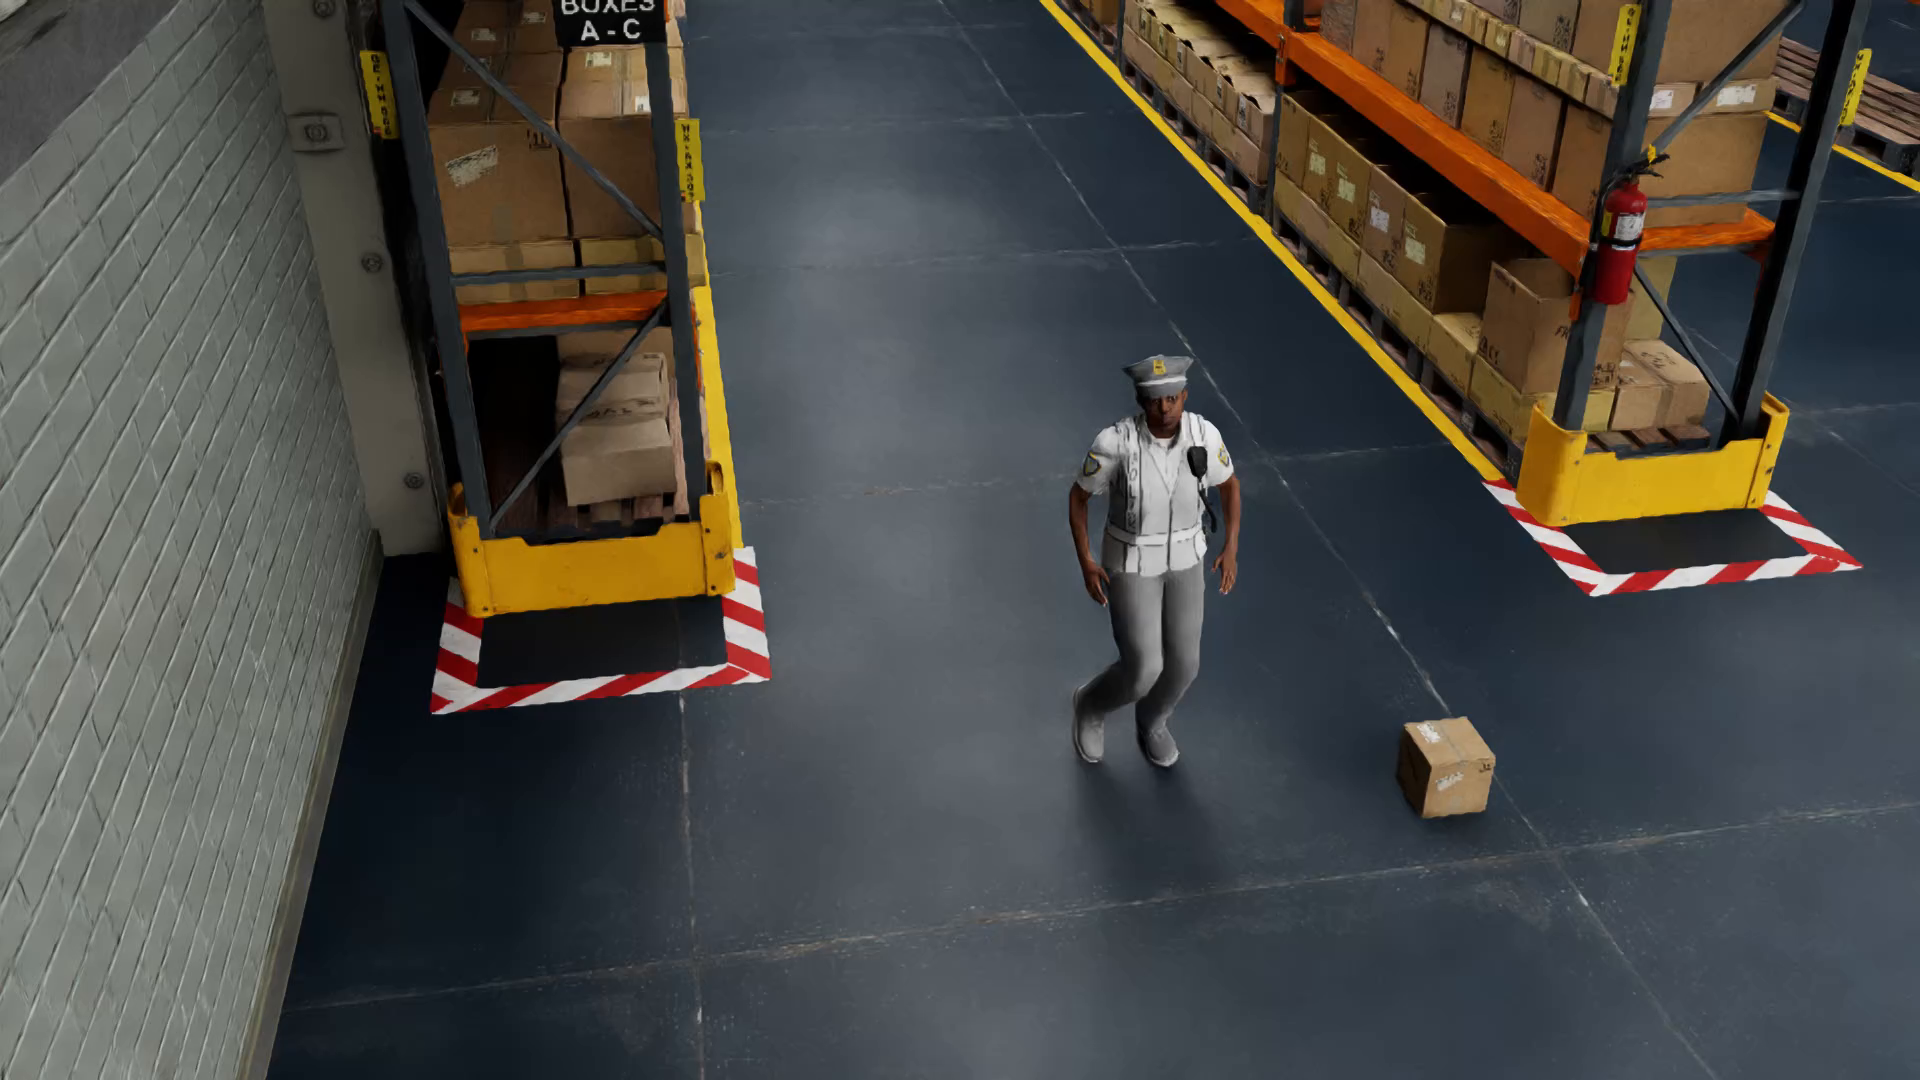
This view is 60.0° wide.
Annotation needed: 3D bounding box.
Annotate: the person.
[{"bbox_3d":[0.733,0.100,5.967,0.617,1.665,0.469,-11,33,-18],"label":"person"}]
